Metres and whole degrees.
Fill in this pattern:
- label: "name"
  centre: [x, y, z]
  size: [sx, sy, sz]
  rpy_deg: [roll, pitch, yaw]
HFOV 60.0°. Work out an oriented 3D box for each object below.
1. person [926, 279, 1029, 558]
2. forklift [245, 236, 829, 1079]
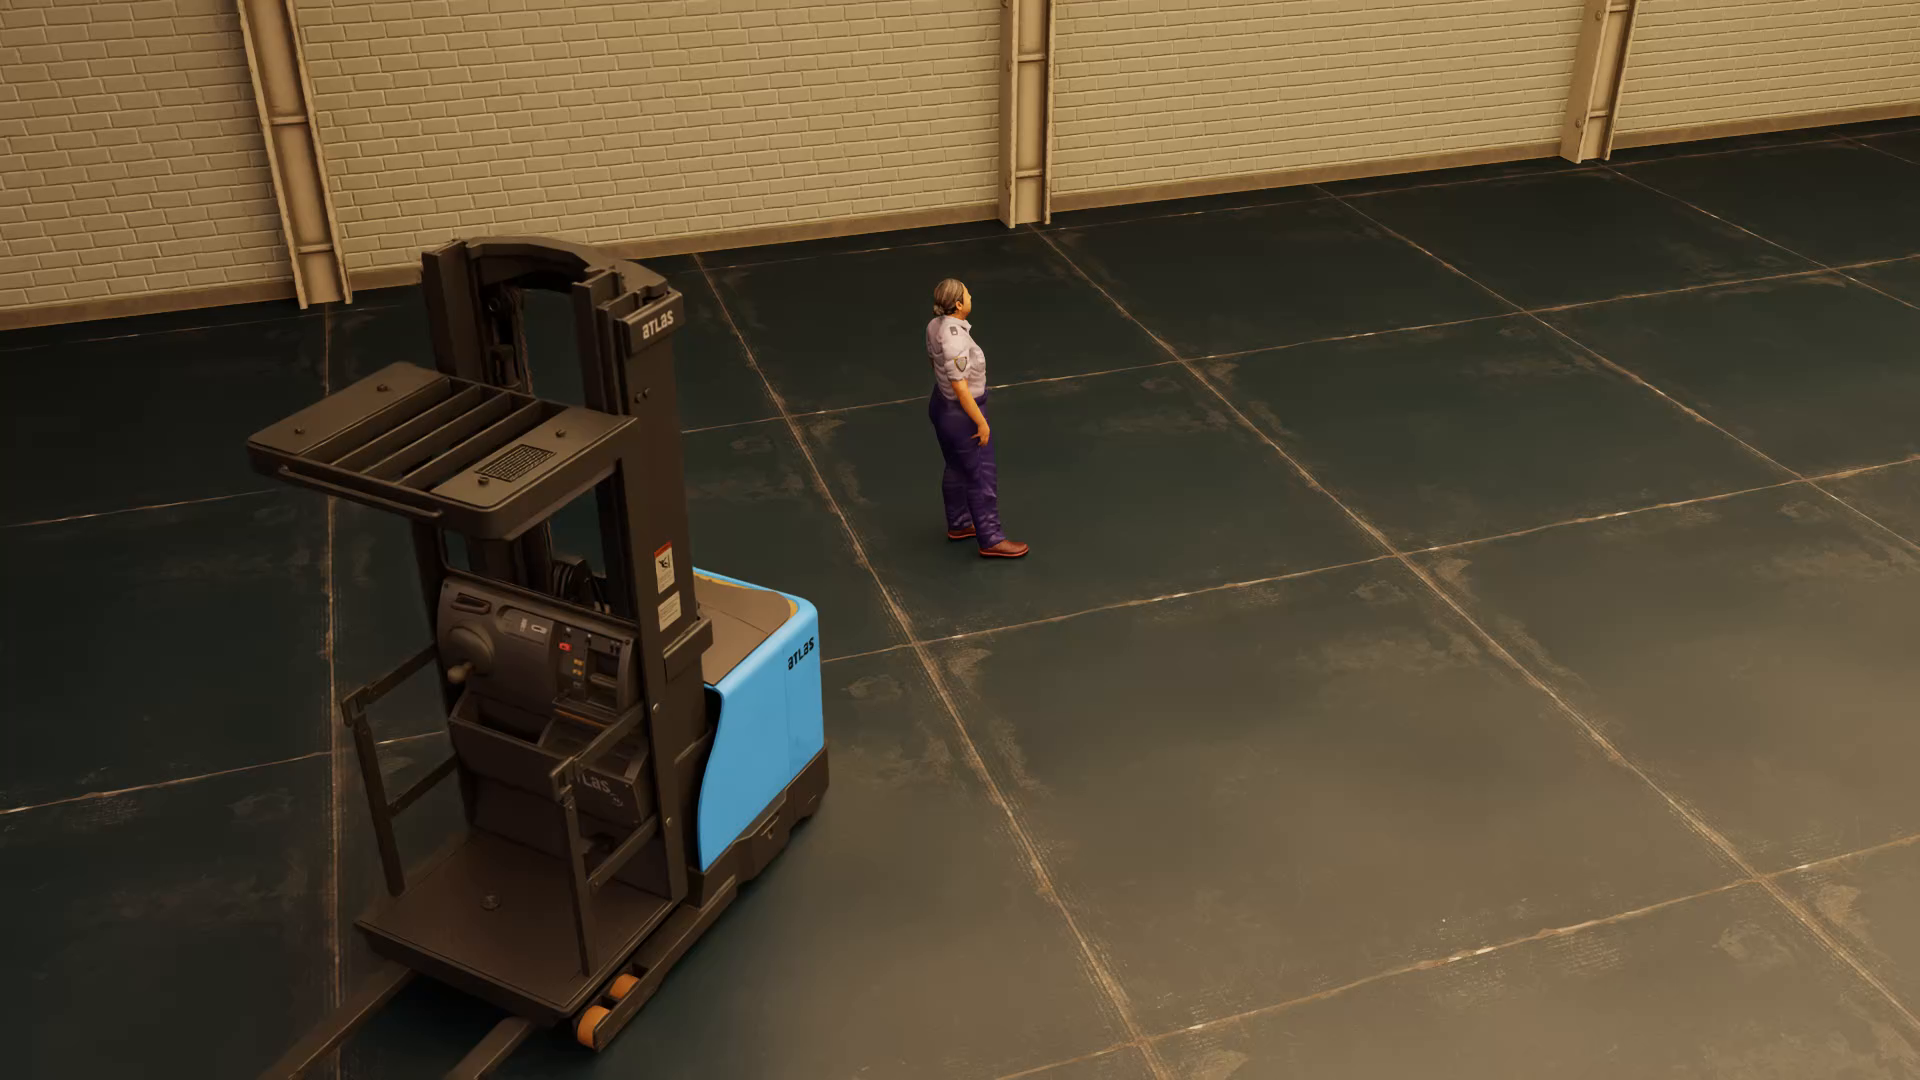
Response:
- label: "person"
  centre: [0.092, -0.724, 9.617]
  size: [0.503, 1.651, 0.598]
  rpy_deg: [-10, 31, -16]
- label: "forklift"
  centre: [-1.740, 0.478, 6.257]
  size: [1.130, 2.935, 3.031]
  rpy_deg: [14, 33, 23]
